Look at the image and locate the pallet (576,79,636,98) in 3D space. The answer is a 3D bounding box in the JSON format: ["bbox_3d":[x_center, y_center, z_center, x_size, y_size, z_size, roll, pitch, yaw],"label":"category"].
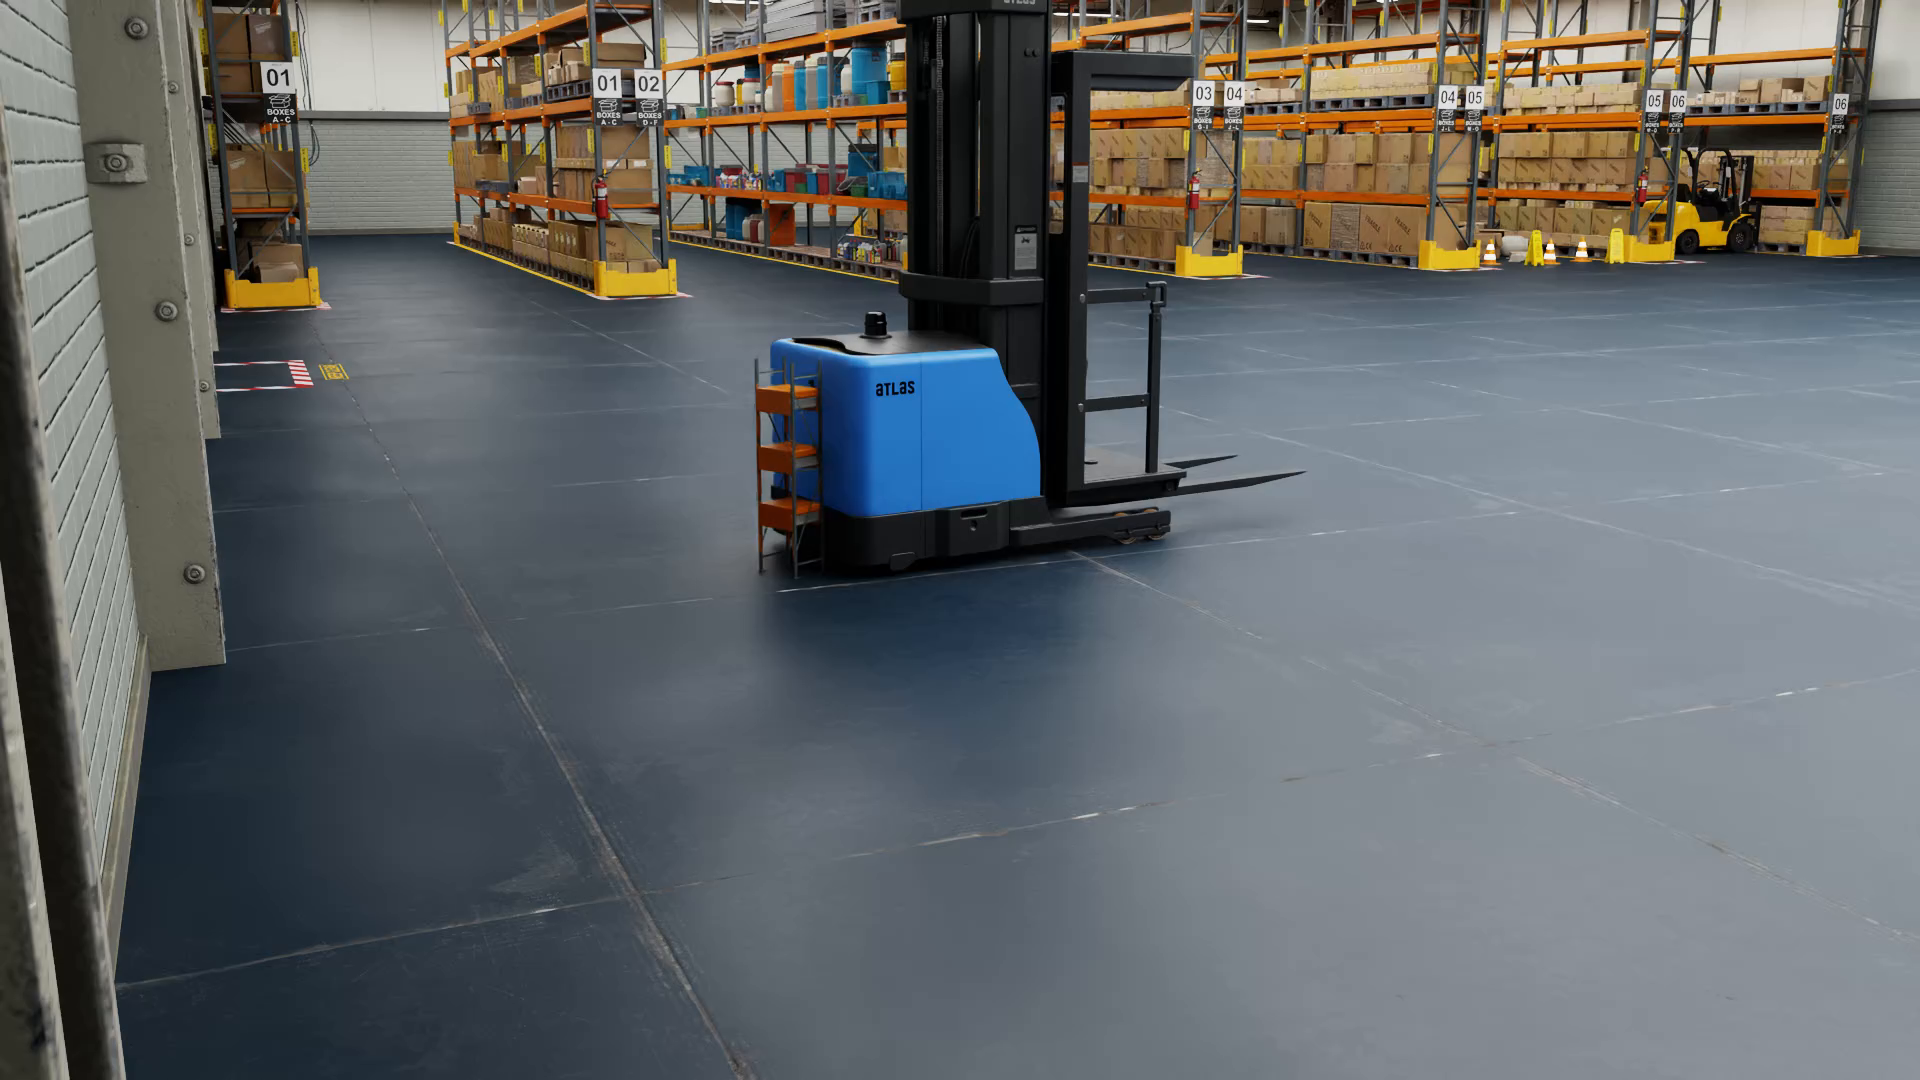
[{"bbox_3d":[-5.046,-6.657,24.525,1.003,0.211,1.213,-6,14,-23],"label":"pallet"}]

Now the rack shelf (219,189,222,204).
[{"bbox_3d":[-14.932,-7.184,34.853,1.077,0.370,4.000,-6,14,-23],"label":"rack shelf"}]

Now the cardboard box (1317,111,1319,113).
[{"bbox_3d":[8.751,-10.618,41.028,0.380,0.166,0.250,-7,15,-27],"label":"cardboard box"}]

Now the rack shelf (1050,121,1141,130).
[{"bbox_3d":[3.269,-10.415,42.160,1.077,0.370,4.000,-6,14,-23],"label":"rack shelf"}]

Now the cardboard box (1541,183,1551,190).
[{"bbox_3d":[12.106,-7.224,33.989,0.380,0.149,0.250,-6,14,-23],"label":"cardboard box"}]

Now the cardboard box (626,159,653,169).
[{"bbox_3d":[-4.746,-5.556,24.561,0.380,0.149,0.250,-6,14,-23],"label":"cardboard box"}]

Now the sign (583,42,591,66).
[{"bbox_3d":[-5.289,-6.898,23.583,0.100,0.325,0.005,-6,14,-23],"label":"sign"}]

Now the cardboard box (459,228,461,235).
[{"bbox_3d":[-11.243,-7.061,38.033,0.380,0.166,0.250,-6,14,-23],"label":"cardboard box"}]

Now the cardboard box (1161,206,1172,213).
[{"bbox_3d":[4.946,-7.637,38.166,0.500,0.250,0.500,-5,14,-22],"label":"cardboard box"}]

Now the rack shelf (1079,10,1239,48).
[{"bbox_3d":[3.491,-8.968,29.265,1.077,0.370,4.000,-6,14,-23],"label":"rack shelf"}]

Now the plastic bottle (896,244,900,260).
[{"bbox_3d":[-1.059,-5.003,28.901,0.152,0.276,0.135,-5,14,-22],"label":"plastic bottle"}]

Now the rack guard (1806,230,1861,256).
[{"bbox_3d":[17.928,-6.106,34.143,1.175,0.500,0.348,-6,14,-23],"label":"rack guard"}]

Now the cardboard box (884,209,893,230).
[{"bbox_3d":[-1.423,-8.146,41.197,0.875,0.875,0.875,-6,14,-23],"label":"cardboard box"}]

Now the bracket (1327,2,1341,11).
[{"bbox_3d":[11.096,-15.831,49.332,0.235,0.232,0.430,-6,14,-23],"label":"bracket"}]

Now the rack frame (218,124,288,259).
[{"bbox_3d":[-12.529,-6.295,29.416,1.000,3.000,0.127,-6,14,-23],"label":"rack frame"}]

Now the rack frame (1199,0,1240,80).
[{"bbox_3d":[5.672,-10.987,36.385,1.000,3.000,0.127,-6,14,-23],"label":"rack frame"}]

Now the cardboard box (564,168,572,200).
[{"bbox_3d":[-5.988,-5.766,26.909,0.700,0.500,0.500,-6,14,-24],"label":"cardboard box"}]

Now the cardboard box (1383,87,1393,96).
[{"bbox_3d":[8.025,-8.252,30.625,0.380,0.149,0.250,-6,14,-24],"label":"cardboard box"}]

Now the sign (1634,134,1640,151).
[{"bbox_3d":[12.855,-7.552,31.577,0.100,0.325,0.005,-6,14,-23],"label":"sign"}]

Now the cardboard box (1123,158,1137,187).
[{"bbox_3d":[3.436,-6.598,29.845,0.875,0.500,0.500,-6,14,-23],"label":"cardboard box"}]

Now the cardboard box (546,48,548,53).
[{"bbox_3d":[-6.849,-8.122,28.394,0.500,0.500,0.500,-4,14,-18],"label":"cardboard box"}]

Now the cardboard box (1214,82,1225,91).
[{"bbox_3d":[4.393,-7.645,28.044,0.380,0.149,0.250,-6,14,-23],"label":"cardboard box"}]

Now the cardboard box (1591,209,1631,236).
[{"bbox_3d":[12.812,-6.252,32.733,0.500,0.500,0.500,-6,14,-23],"label":"cardboard box"}]

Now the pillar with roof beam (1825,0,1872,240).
[{"bbox_3d":[14.521,-10.088,32.499,9.100,9.000,0.400,-6,14,-23],"label":"pillar with roof beam"}]

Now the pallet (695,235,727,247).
[{"bbox_3d":[-5.383,-6.806,37.809,1.003,0.211,1.213,-6,14,-23],"label":"pallet"}]

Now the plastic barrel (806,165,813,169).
[{"bbox_3d":[-2.843,-7.051,32.435,0.421,0.512,0.421,0,13,0],"label":"plastic barrel"}]

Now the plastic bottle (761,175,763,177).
[{"bbox_3d":[-4.251,-7.724,35.865,0.152,0.276,0.135,-6,14,-23],"label":"plastic bottle"}]

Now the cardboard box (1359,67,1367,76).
[{"bbox_3d":[7.718,-8.798,31.216,0.380,0.149,0.250,-6,14,-23],"label":"cardboard box"}]

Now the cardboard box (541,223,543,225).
[{"bbox_3d":[-7.912,-5.860,32.103,0.500,0.500,0.500,-5,14,-21],"label":"cardboard box"}]

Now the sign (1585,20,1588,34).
[{"bbox_3d":[15.221,-12.487,40.444,0.100,0.325,0.005,-6,14,-23],"label":"sign"}]

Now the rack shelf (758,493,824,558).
[{"bbox_3d":[-0.826,-0.072,8.129,0.240,0.259,0.215,11,17,39],"label":"rack shelf"}]

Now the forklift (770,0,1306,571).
[{"bbox_3d":[0.534,-1.500,8.850,3.031,2.935,1.130,-8,15,-30],"label":"forklift"}]

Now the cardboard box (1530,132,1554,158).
[{"bbox_3d":[12.108,-8.062,33.954,0.700,0.500,0.500,-6,14,-24],"label":"cardboard box"}]

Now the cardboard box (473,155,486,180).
[{"bbox_3d":[-9.609,-7.705,34.355,0.700,0.500,0.500,-12,18,-42],"label":"cardboard box"}]

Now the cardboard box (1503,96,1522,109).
[{"bbox_3d":[11.695,-9.123,34.658,0.500,0.250,0.500,-6,14,-24],"label":"cardboard box"}]

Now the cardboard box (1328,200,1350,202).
[{"bbox_3d":[9.613,-8.037,40.722,0.875,0.875,0.875,-5,14,-22],"label":"cardboard box"}]

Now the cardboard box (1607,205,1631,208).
[{"bbox_3d":[15.490,-7.626,39.501,0.875,0.625,0.625,-6,14,-25],"label":"cardboard box"}]

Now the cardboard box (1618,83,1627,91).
[{"bbox_3d":[12.898,-8.707,31.974,0.380,0.149,0.250,-5,14,-22],"label":"cardboard box"}]

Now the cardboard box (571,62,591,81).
[{"bbox_3d":[-5.489,-6.966,24.752,0.500,0.250,0.500,-6,14,-23],"label":"cardboard box"}]

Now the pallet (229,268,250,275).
[{"bbox_3d":[-11.239,-4.271,26.855,1.003,0.211,1.213,-6,14,-23],"label":"pallet"}]

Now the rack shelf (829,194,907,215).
[{"bbox_3d":[-1.048,-5.600,28.008,1.077,0.370,4.000,-6,14,-23],"label":"rack shelf"}]

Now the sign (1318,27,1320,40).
[{"bbox_3d":[9.057,-12.827,42.085,0.100,0.325,0.005,-6,14,-23],"label":"sign"}]

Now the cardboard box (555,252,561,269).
[{"bbox_3d":[-6.285,-4.555,27.064,0.500,0.250,0.500,-6,14,-23],"label":"cardboard box"}]

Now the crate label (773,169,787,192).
[{"bbox_3d":[-3.301,-6.977,32.286,0.502,0.435,0.616,-6,14,-23],"label":"crate label"}]

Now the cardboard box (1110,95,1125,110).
[{"bbox_3d":[3.041,-7.871,29.904,0.500,0.250,0.500,-6,14,-25],"label":"cardboard box"}]

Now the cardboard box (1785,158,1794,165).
[{"bbox_3d":[17.345,-7.849,34.470,0.380,0.149,0.250,-5,14,-22],"label":"cardboard box"}]

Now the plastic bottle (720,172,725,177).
[{"bbox_3d":[-5.193,-7.882,36.382,0.144,0.351,0.185,-6,14,-23],"label":"plastic bottle"}]

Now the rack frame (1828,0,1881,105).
[{"bbox_3d":[17.919,-10.251,33.206,1.000,3.000,0.127,-6,14,-23],"label":"rack frame"}]

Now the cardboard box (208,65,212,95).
[{"bbox_3d":[-10.138,-6.432,23.091,0.500,0.500,0.500,-6,14,-25],"label":"cardboard box"}]

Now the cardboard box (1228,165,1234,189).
[{"bbox_3d":[6.013,-7.787,35.641,0.500,0.500,0.500,-6,14,-23],"label":"cardboard box"}]

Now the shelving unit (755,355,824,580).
[{"bbox_3d":[-0.825,-0.353,8.065,0.252,1.050,0.215,11,17,39],"label":"shelving unit"}]

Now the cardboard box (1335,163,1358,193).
[{"bbox_3d":[7.783,-7.002,32.139,0.875,0.550,0.550,-6,14,-23],"label":"cardboard box"}]

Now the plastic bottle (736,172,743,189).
[{"bbox_3d":[-4.615,-7.549,34.945,0.144,0.351,0.185,-6,14,-23],"label":"plastic bottle"}]

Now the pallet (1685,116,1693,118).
[{"bbox_3d":[15.951,-9.704,37.918,0.805,0.209,1.217,-6,14,-25],"label":"pallet"}]

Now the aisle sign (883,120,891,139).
[{"bbox_3d":[-1.871,-10.598,42.245,0.394,0.787,0.004,-6,14,-23],"label":"aisle sign"}]

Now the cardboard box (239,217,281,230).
[{"bbox_3d":[-12.703,-5.616,30.319,0.750,0.750,0.750,-6,14,-24],"label":"cardboard box"}]
